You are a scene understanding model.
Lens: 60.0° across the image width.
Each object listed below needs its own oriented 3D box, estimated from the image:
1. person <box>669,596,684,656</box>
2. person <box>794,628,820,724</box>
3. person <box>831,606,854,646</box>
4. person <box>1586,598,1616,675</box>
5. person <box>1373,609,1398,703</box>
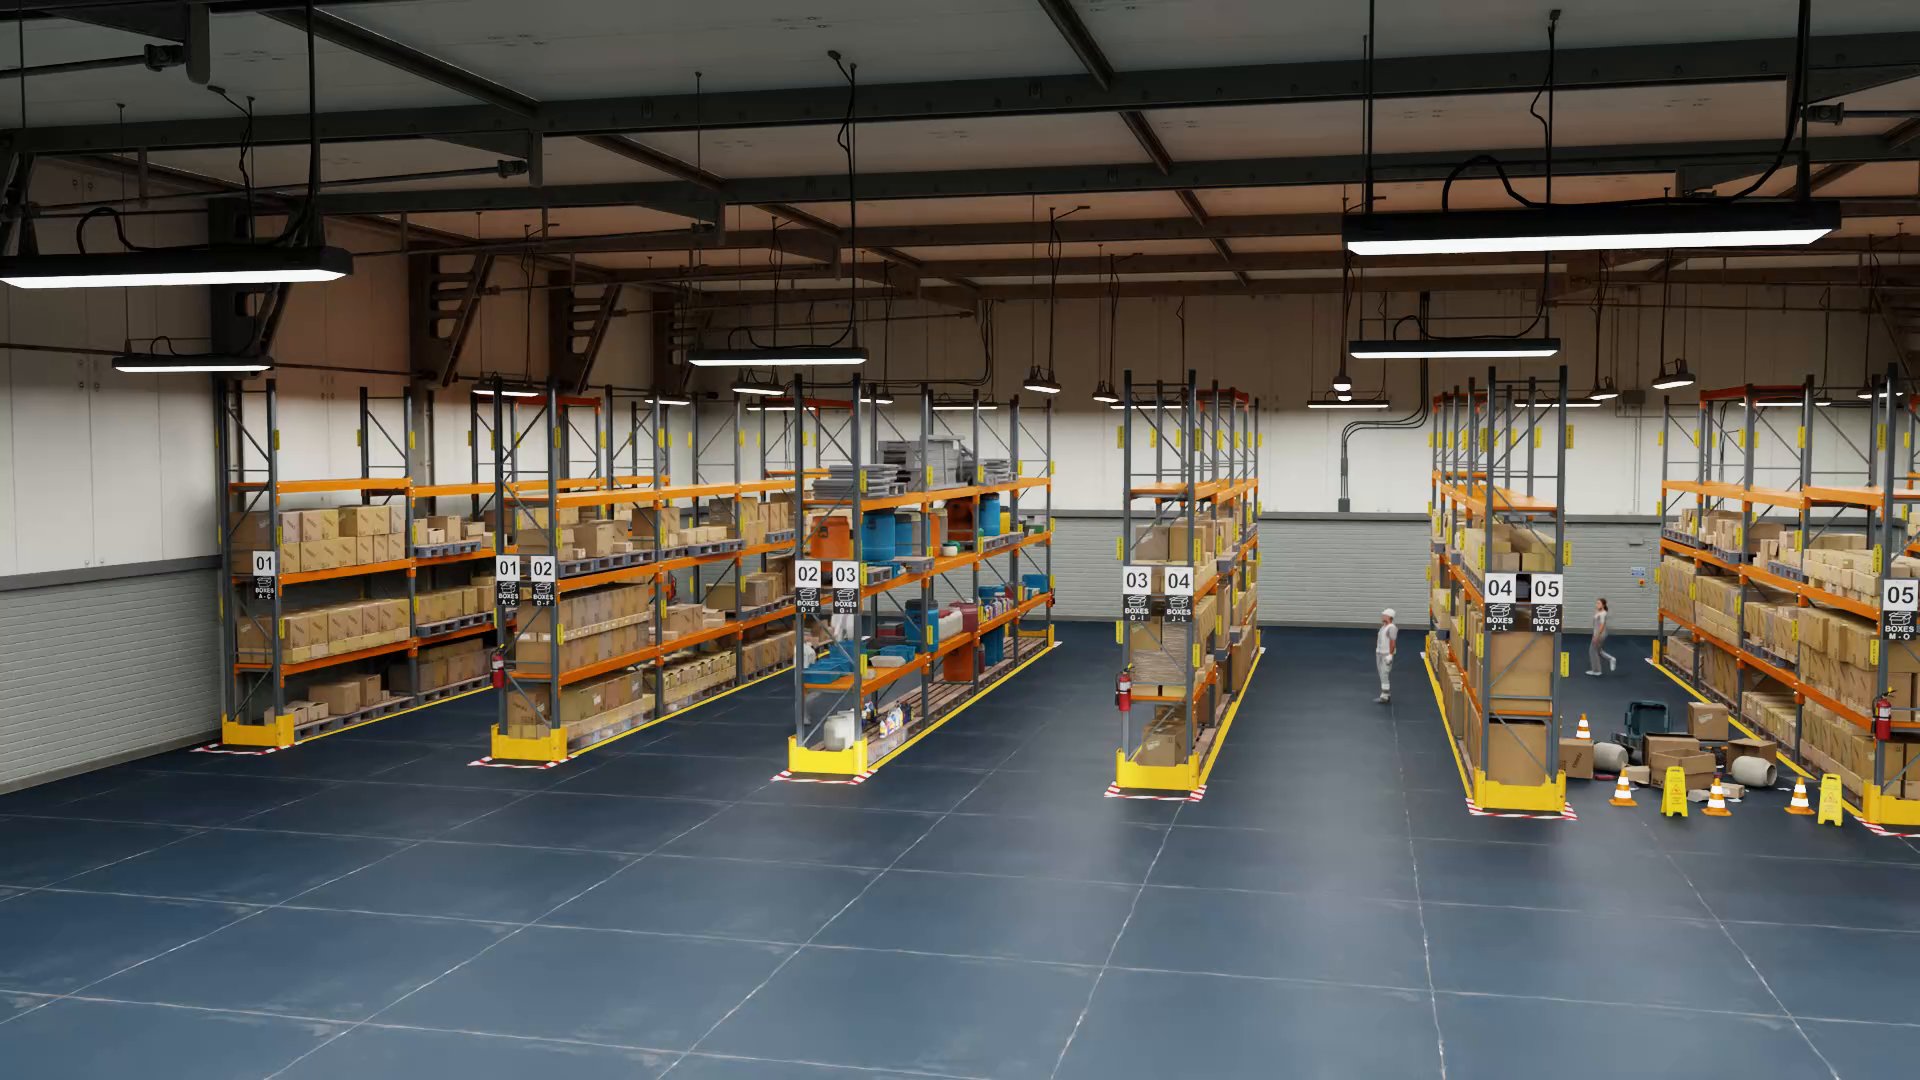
[{"bbox_3d":[-6.098,2.033,35.951,0.554,1.646,0.702,0,3,-8],"label":"person"},{"bbox_3d":[-2.712,2.396,29.486,0.480,1.684,0.618,2,4,34],"label":"person"},{"bbox_3d":[-2.548,1.917,36.725,0.674,1.703,1.120,1,4,12],"label":"person"},{"bbox_3d":[13.629,2.060,35.363,0.584,1.650,0.462,2,4,36],"label":"person"},{"bbox_3d":[8.103,2.208,31.873,0.561,1.783,0.598,-1,4,-23],"label":"person"}]
